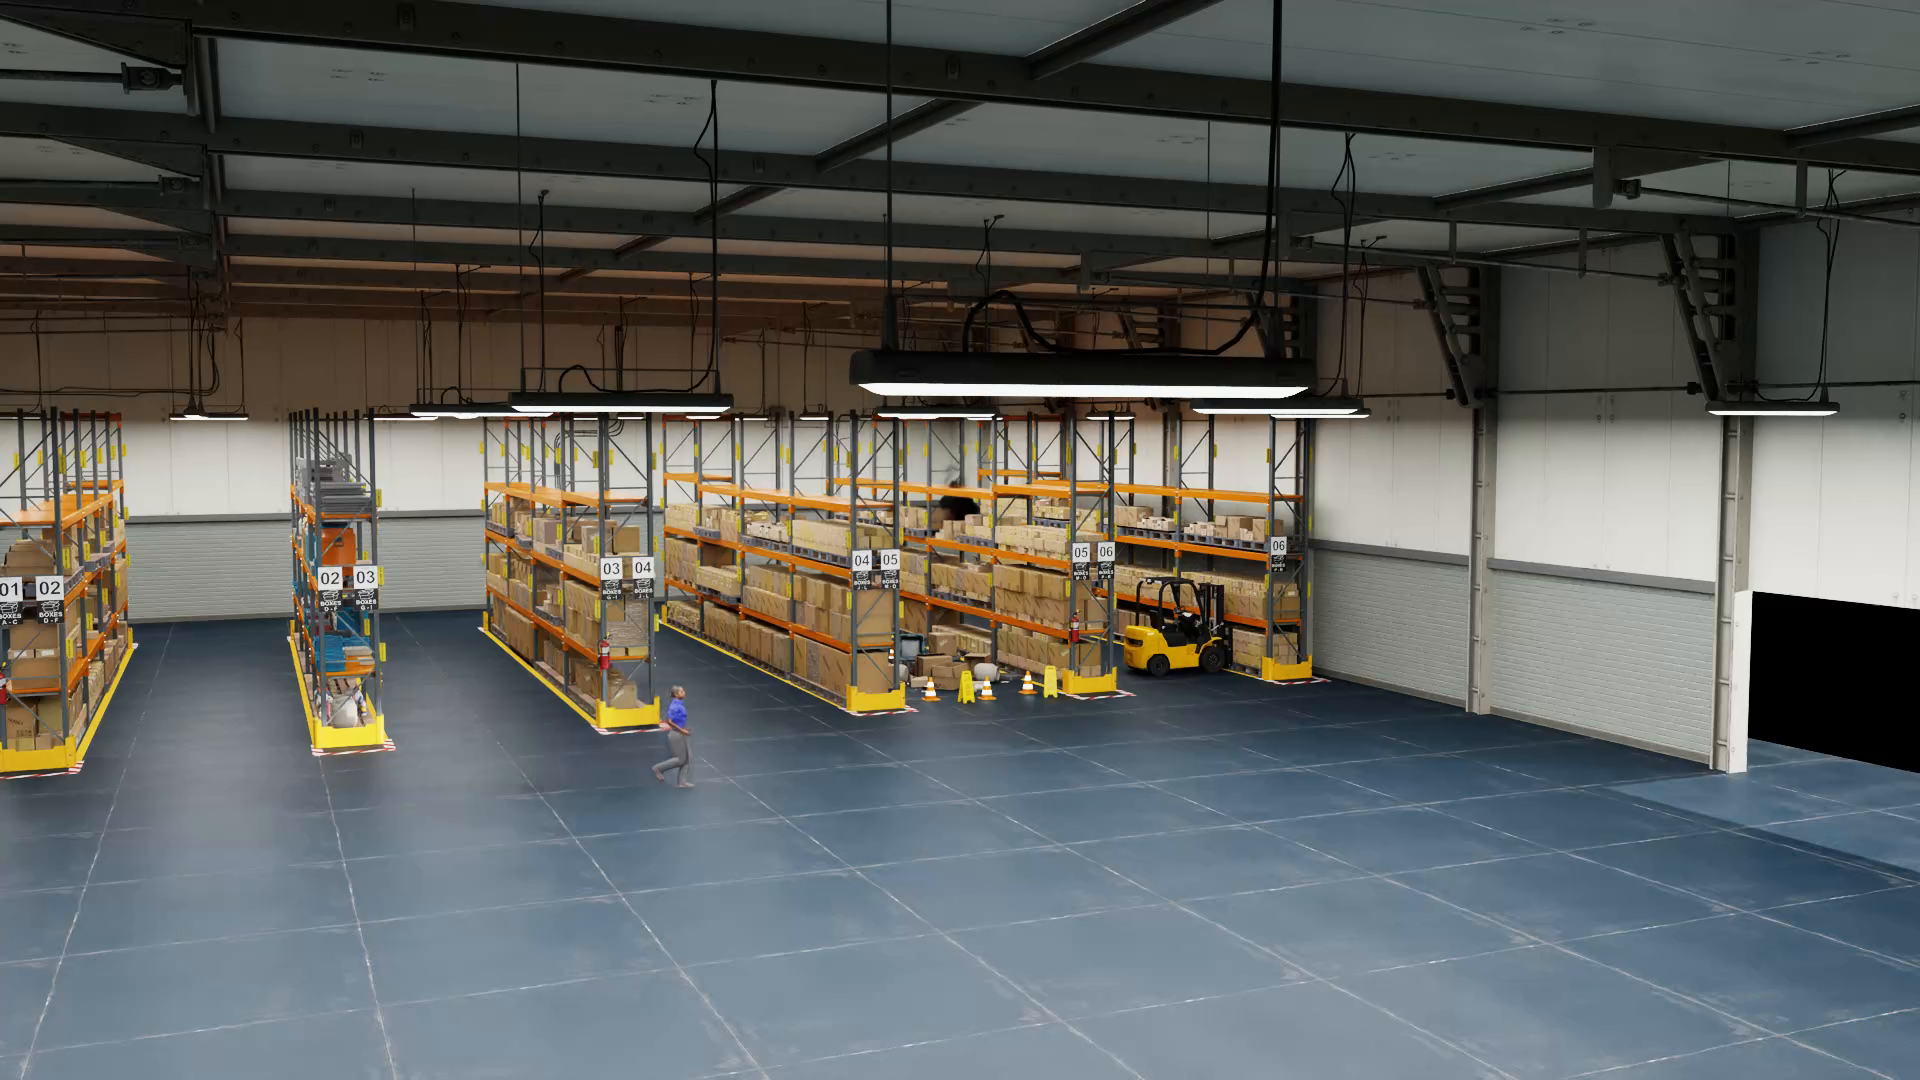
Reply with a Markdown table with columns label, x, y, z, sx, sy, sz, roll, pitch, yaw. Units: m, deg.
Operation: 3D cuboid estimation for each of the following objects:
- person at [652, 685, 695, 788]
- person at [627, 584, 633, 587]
| label | x | y | z | sx | sy | sz | roll | pitch | yaw |
| --- | --- | --- | --- | --- | --- | --- | --- | --- | --- |
| person | -4.496 | 3.087 | 26.128 | 0.664 | 1.622 | 0.572 | 0 | 4 | -3 |
| person | -9.551 | 1.494 | 48.271 | 0.801 | 1.683 | 0.635 | 2 | 4 | 26 |
